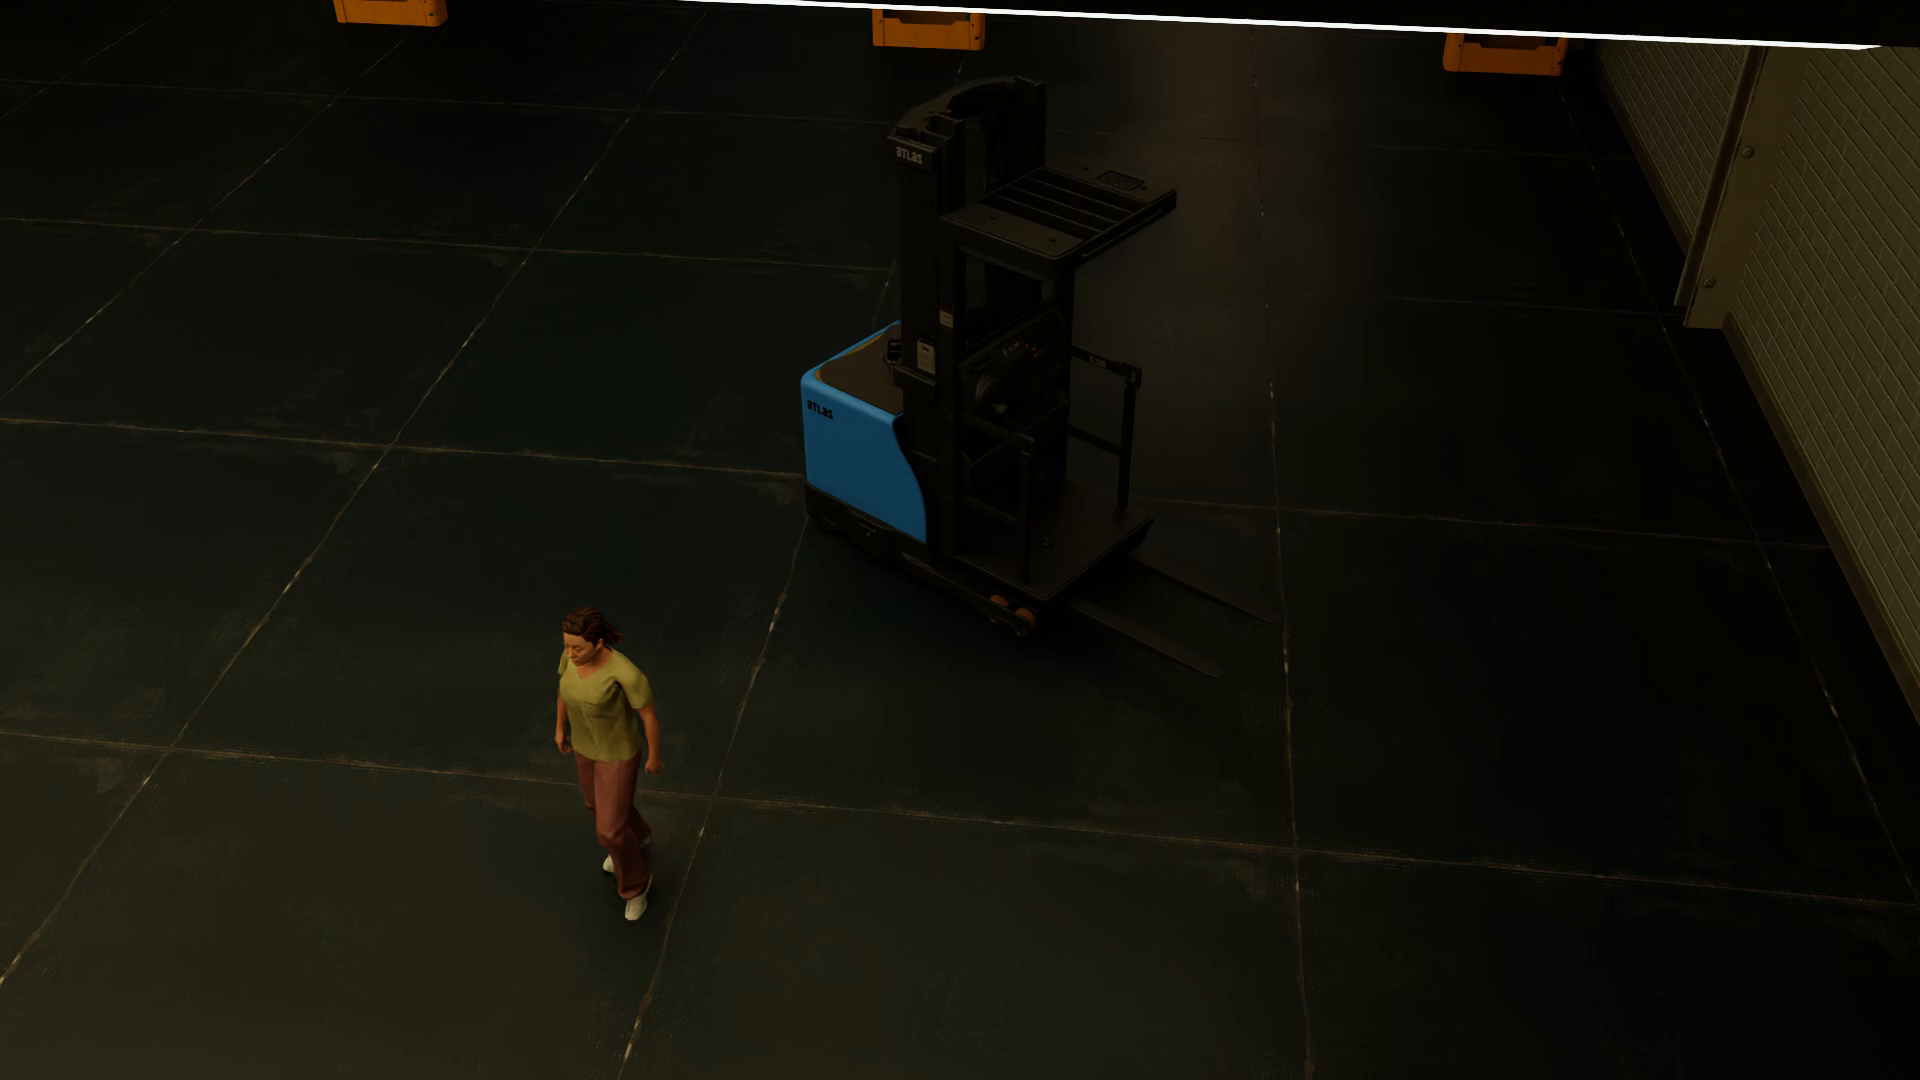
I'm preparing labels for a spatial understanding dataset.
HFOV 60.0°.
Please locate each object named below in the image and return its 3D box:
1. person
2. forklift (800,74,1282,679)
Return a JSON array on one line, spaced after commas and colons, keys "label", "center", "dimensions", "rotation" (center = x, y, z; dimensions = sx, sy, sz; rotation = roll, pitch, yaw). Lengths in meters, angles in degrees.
[{"label": "person", "center": [-1.669, 1.007, 7.792], "dimensions": [0.564, 1.710, 0.497], "rotation": [21, 41, 26]}, {"label": "forklift", "center": [0.471, -0.971, 9.347], "dimensions": [3.031, 2.935, 1.130], "rotation": [26, 44, 31]}]
